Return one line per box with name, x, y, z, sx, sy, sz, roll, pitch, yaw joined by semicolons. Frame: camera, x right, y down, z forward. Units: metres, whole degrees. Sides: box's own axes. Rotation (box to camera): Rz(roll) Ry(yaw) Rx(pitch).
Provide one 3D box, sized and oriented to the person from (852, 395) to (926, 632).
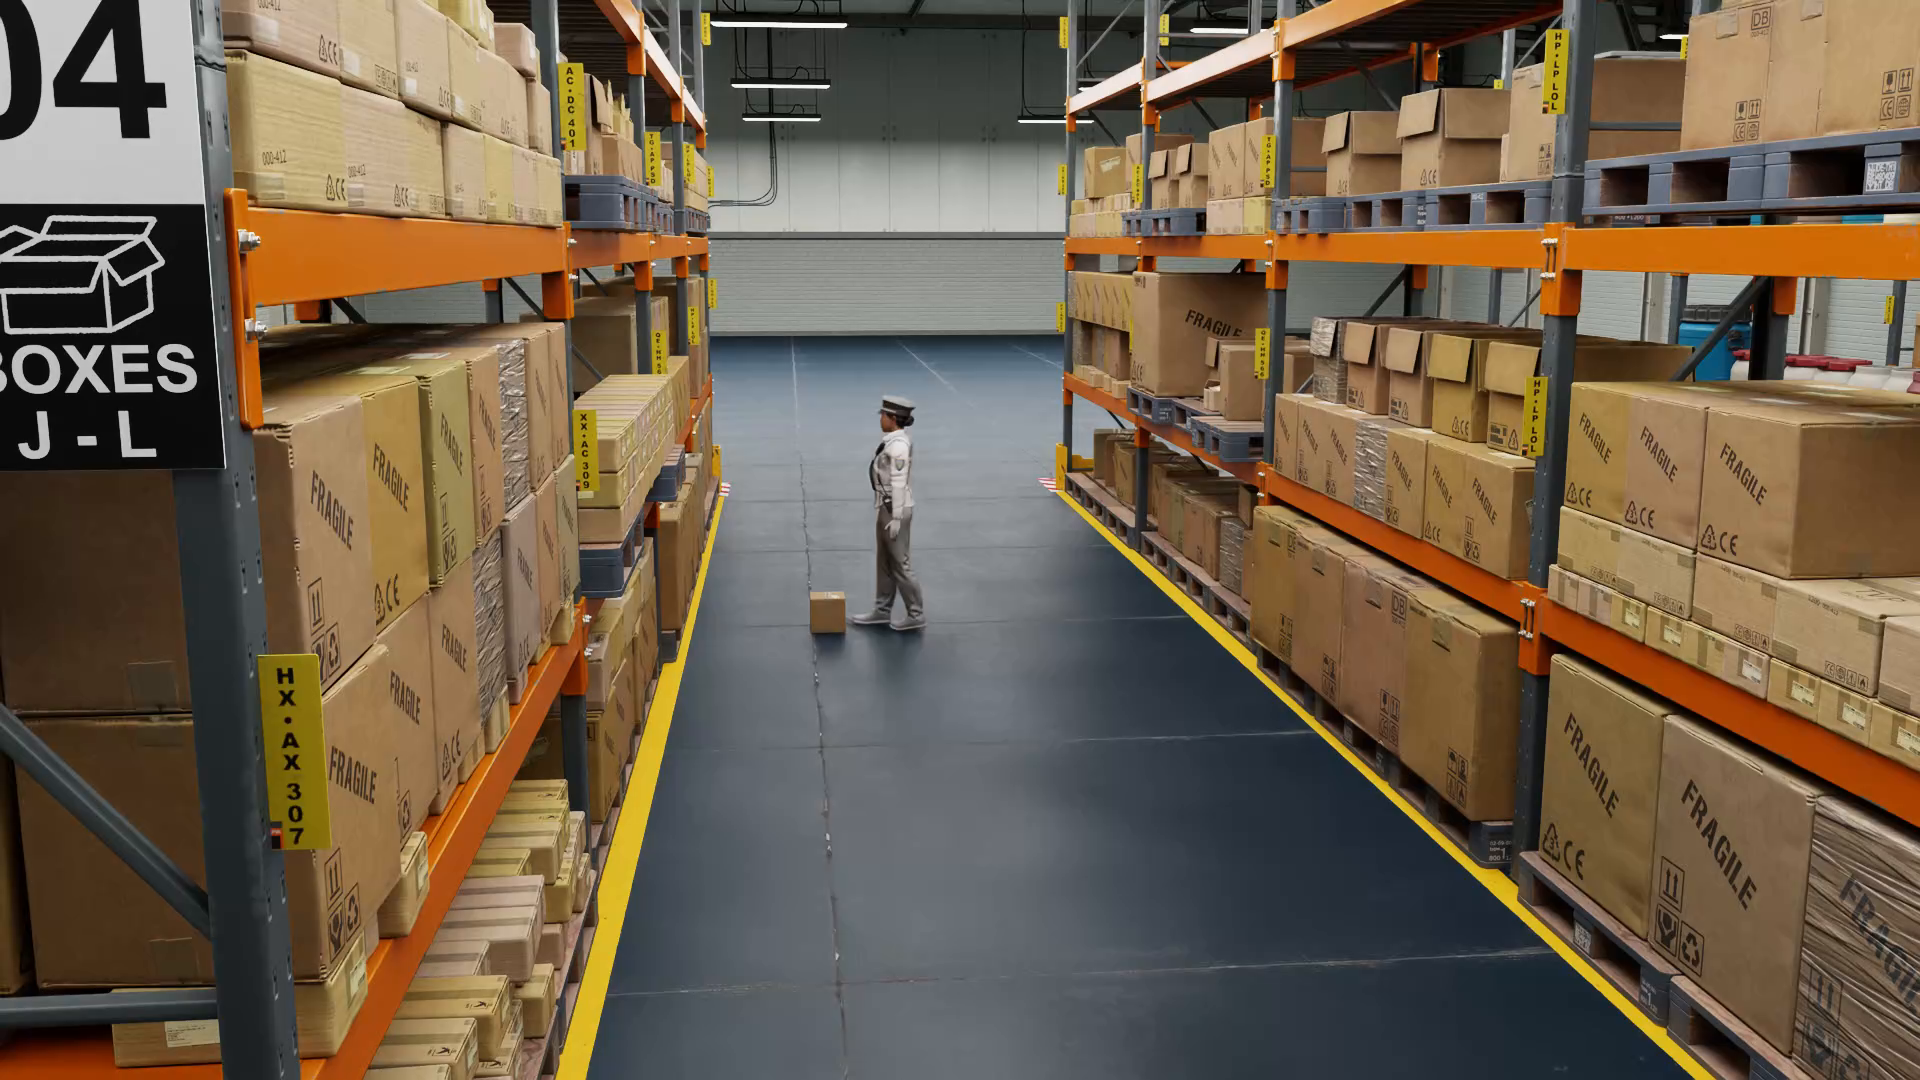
person;-0.521;-0.195;11.923;0.541;1.687;0.495;0;10;0
